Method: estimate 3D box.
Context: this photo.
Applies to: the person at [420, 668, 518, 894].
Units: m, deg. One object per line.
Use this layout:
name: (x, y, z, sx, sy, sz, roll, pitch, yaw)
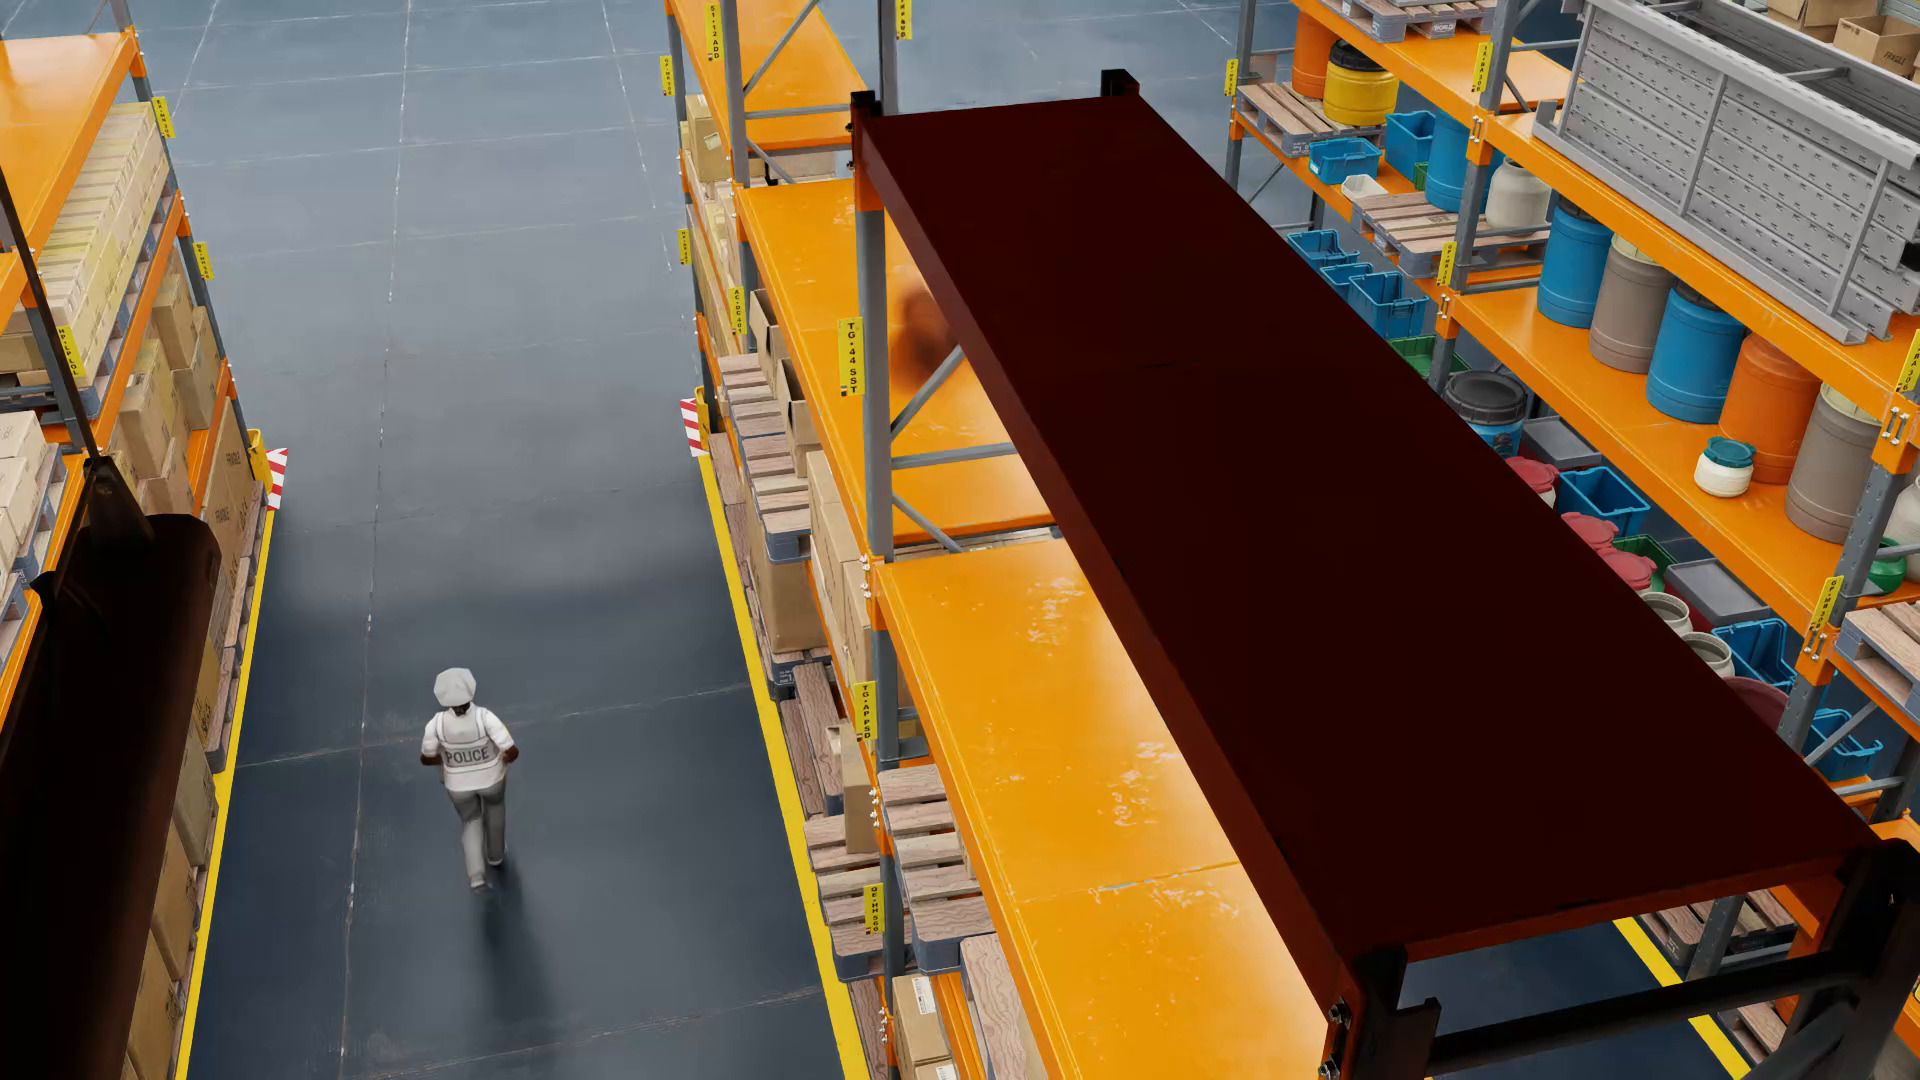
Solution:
person: (-3.026, 1.526, 10.401, 0.590, 1.683, 0.743, -8, 35, -12)
